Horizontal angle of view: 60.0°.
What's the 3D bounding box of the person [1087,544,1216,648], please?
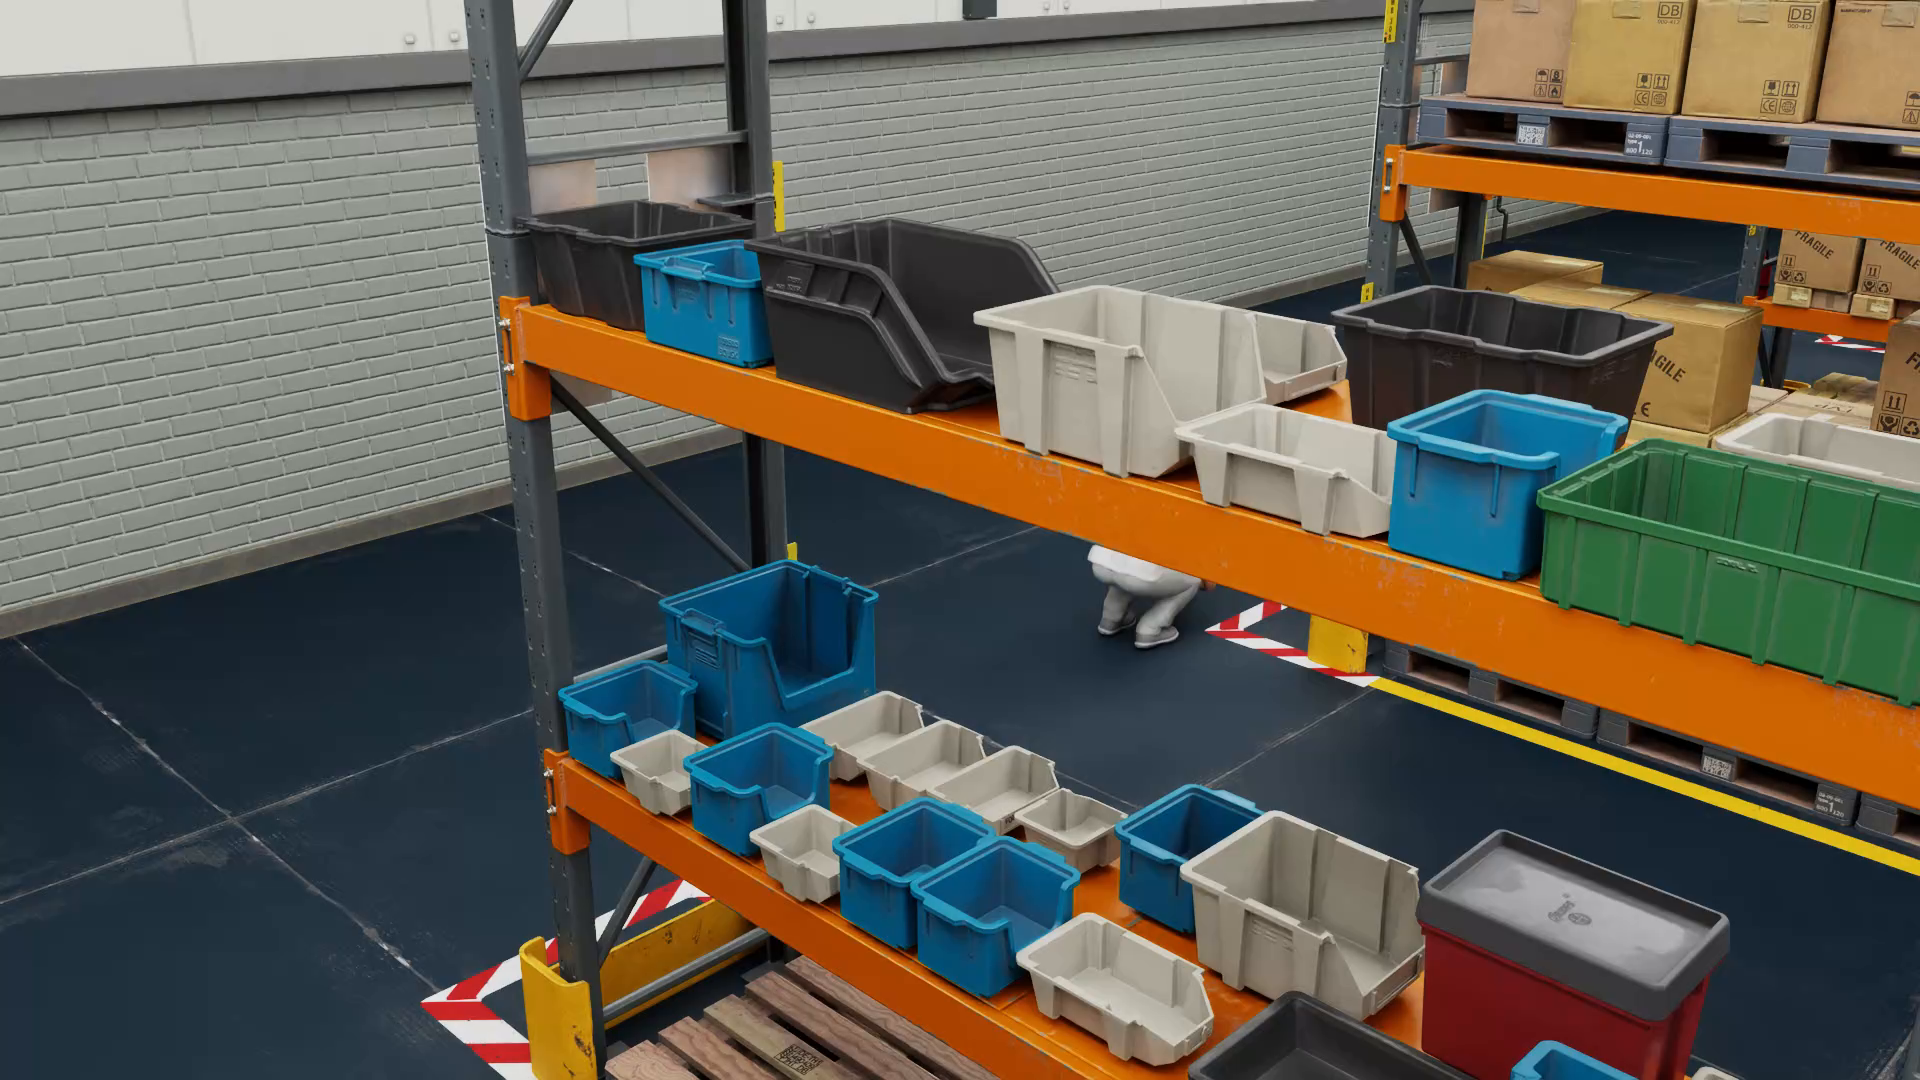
[{"bbox_3d":[1.111,0.039,9.523,0.534,1.026,0.918,18,27,40],"label":"person"}]
